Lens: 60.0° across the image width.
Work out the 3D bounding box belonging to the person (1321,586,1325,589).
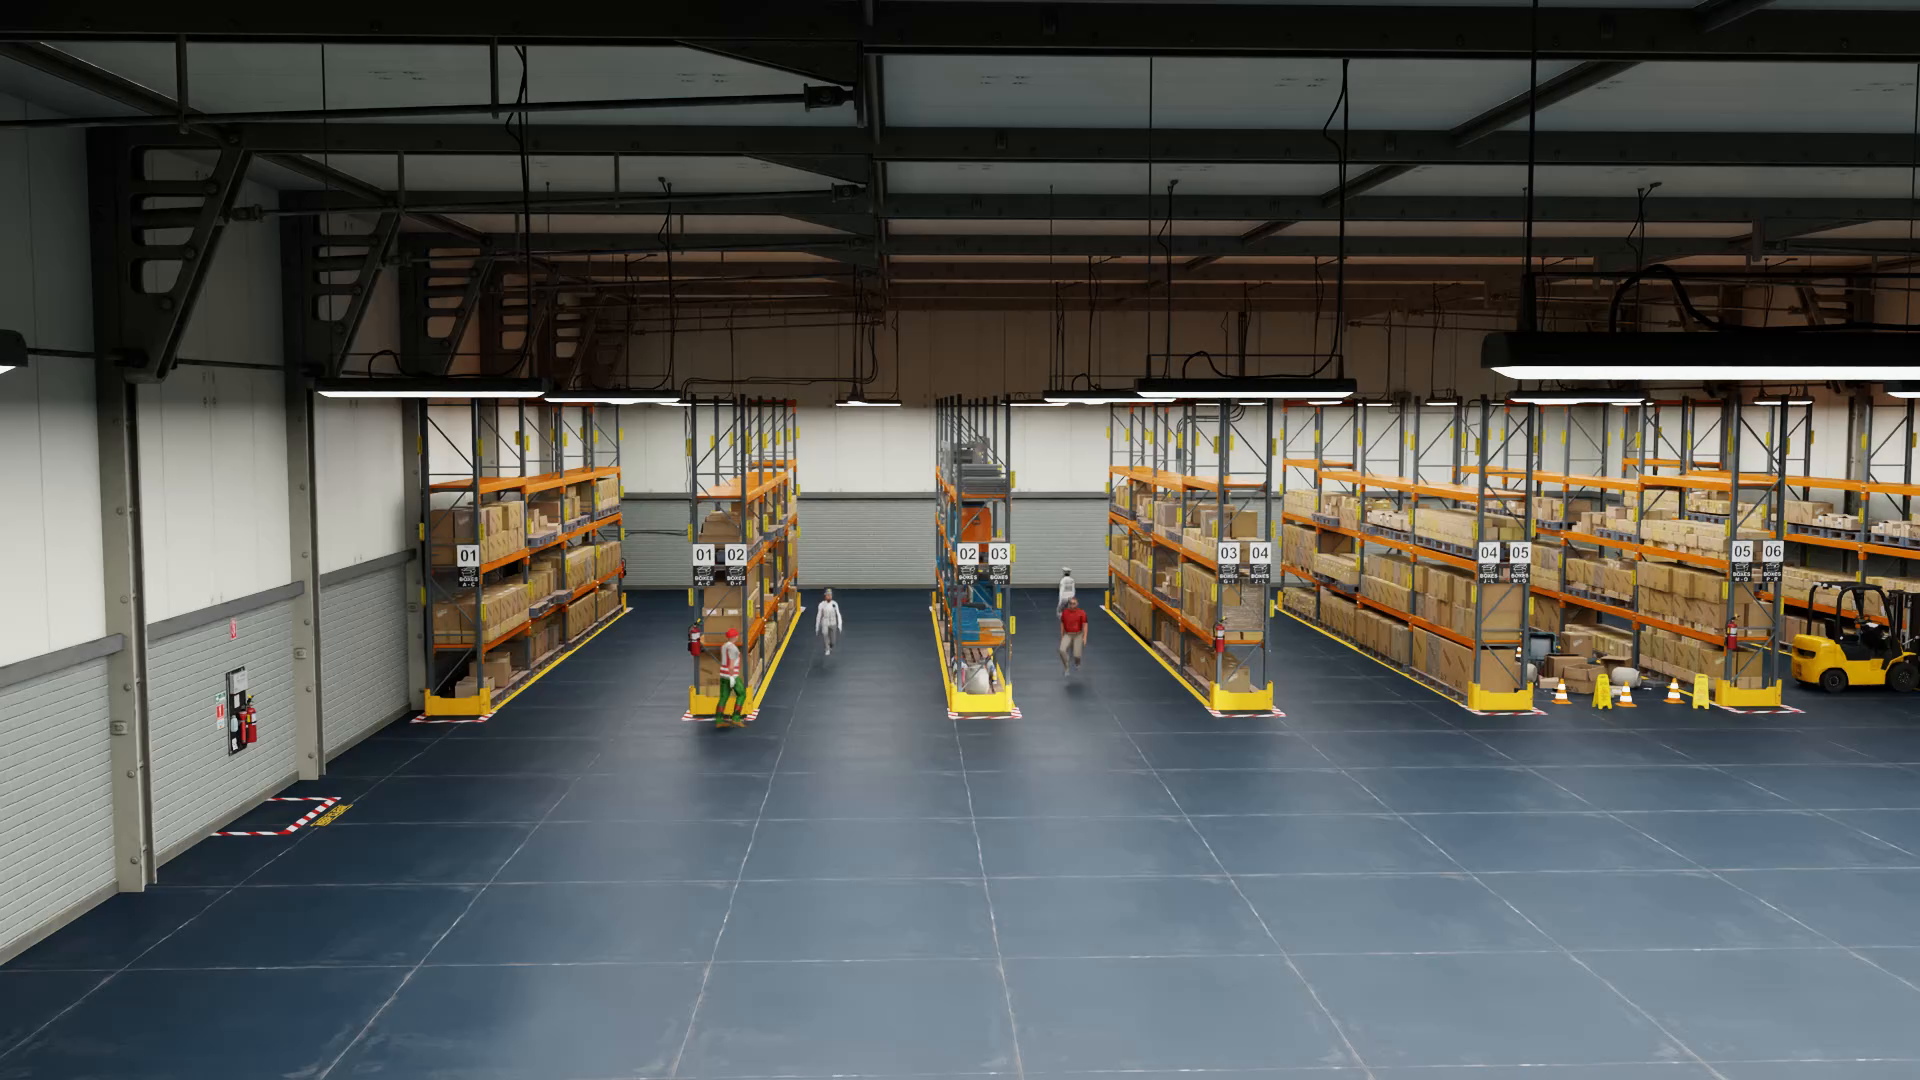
[{"bbox_3d":[11.605,0.733,52.333,0.964,1.742,0.529,-1,5,-8],"label":"person"}]

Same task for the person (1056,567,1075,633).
[{"bbox_3d":[2.740,1.540,42.509,0.526,1.681,0.433,-3,6,-37],"label":"person"}]

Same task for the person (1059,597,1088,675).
[{"bbox_3d":[2.363,1.989,34.603,0.591,1.596,0.632,1,5,15],"label":"person"}]

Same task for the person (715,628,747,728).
[{"bbox_3d":[-4.156,2.486,29.881,0.553,1.800,0.586,-3,5,-35],"label":"person"}]

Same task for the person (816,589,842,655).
[{"bbox_3d":[-2.916,1.813,37.039,0.547,1.448,1.056,-1,5,-16],"label":"person"}]
